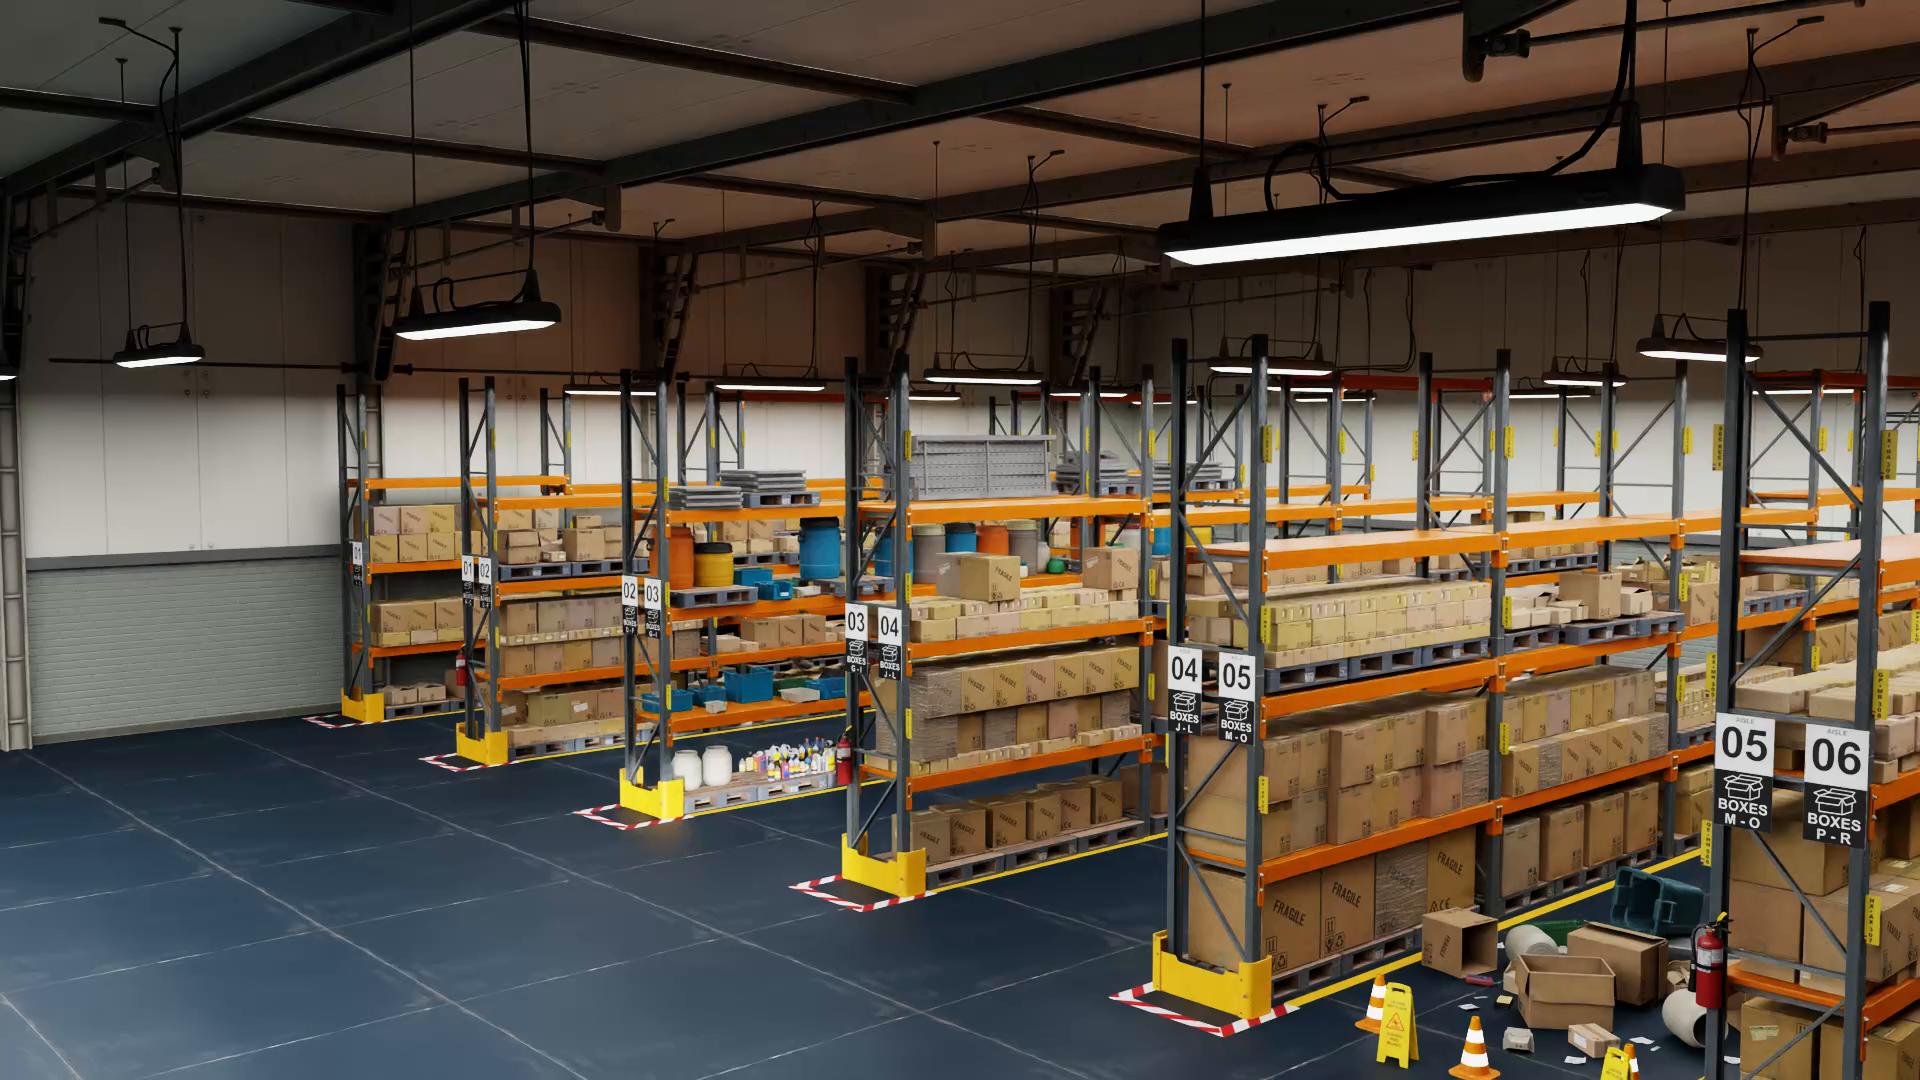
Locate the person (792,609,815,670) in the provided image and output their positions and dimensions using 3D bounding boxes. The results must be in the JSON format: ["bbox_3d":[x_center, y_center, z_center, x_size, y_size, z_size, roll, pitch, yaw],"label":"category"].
[{"bbox_3d":[-3.179,1.967,33.297,0.546,1.490,1.038,2,4,33],"label":"person"}]

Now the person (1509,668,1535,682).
[{"bbox_3d":[8.482,2.664,25.047,0.608,1.729,0.662,2,4,31],"label":"person"}]
